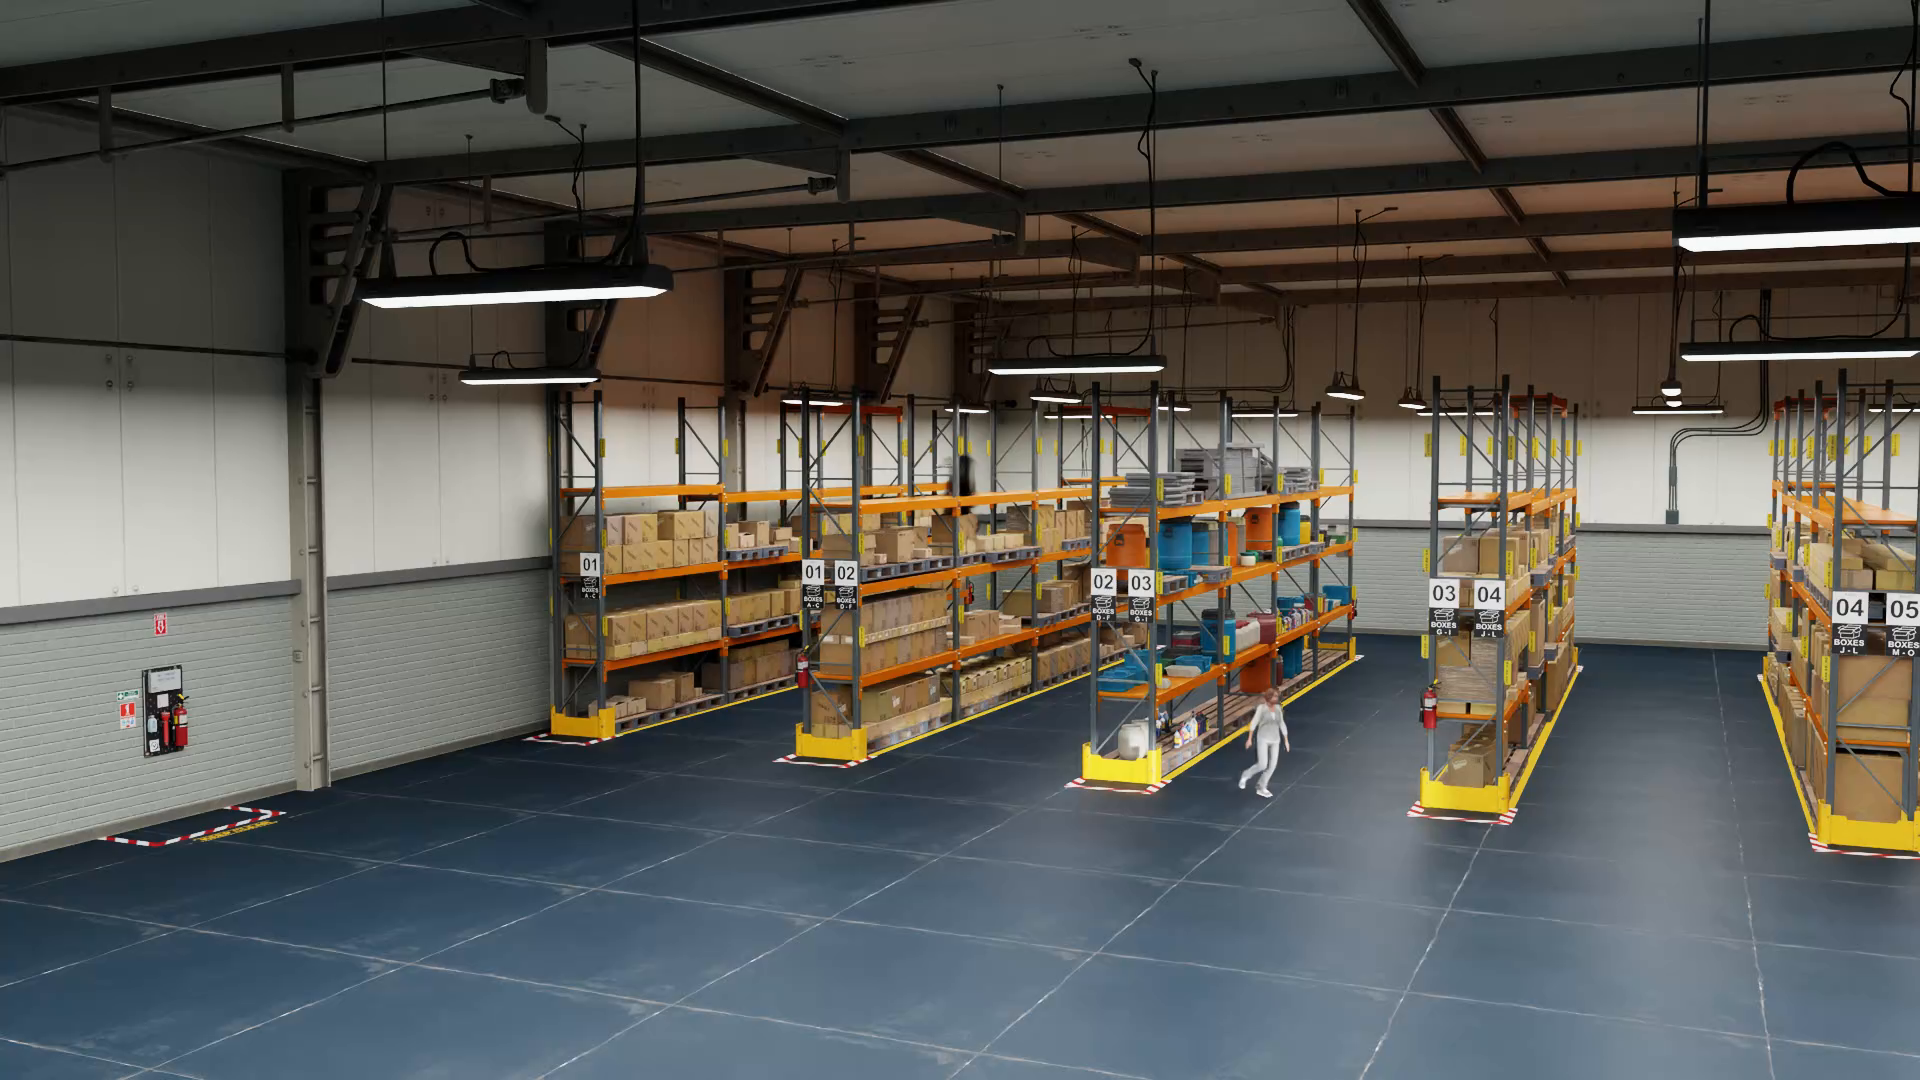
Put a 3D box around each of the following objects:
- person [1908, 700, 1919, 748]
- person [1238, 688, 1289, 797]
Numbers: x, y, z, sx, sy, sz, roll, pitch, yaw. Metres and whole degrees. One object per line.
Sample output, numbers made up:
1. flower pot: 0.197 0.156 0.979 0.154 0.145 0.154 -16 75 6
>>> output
1. person: 15.943 2.622 27.551 0.656 1.731 0.796 1 3 16
2. person: 4.350 2.902 23.857 0.645 1.562 0.527 -1 3 -22
